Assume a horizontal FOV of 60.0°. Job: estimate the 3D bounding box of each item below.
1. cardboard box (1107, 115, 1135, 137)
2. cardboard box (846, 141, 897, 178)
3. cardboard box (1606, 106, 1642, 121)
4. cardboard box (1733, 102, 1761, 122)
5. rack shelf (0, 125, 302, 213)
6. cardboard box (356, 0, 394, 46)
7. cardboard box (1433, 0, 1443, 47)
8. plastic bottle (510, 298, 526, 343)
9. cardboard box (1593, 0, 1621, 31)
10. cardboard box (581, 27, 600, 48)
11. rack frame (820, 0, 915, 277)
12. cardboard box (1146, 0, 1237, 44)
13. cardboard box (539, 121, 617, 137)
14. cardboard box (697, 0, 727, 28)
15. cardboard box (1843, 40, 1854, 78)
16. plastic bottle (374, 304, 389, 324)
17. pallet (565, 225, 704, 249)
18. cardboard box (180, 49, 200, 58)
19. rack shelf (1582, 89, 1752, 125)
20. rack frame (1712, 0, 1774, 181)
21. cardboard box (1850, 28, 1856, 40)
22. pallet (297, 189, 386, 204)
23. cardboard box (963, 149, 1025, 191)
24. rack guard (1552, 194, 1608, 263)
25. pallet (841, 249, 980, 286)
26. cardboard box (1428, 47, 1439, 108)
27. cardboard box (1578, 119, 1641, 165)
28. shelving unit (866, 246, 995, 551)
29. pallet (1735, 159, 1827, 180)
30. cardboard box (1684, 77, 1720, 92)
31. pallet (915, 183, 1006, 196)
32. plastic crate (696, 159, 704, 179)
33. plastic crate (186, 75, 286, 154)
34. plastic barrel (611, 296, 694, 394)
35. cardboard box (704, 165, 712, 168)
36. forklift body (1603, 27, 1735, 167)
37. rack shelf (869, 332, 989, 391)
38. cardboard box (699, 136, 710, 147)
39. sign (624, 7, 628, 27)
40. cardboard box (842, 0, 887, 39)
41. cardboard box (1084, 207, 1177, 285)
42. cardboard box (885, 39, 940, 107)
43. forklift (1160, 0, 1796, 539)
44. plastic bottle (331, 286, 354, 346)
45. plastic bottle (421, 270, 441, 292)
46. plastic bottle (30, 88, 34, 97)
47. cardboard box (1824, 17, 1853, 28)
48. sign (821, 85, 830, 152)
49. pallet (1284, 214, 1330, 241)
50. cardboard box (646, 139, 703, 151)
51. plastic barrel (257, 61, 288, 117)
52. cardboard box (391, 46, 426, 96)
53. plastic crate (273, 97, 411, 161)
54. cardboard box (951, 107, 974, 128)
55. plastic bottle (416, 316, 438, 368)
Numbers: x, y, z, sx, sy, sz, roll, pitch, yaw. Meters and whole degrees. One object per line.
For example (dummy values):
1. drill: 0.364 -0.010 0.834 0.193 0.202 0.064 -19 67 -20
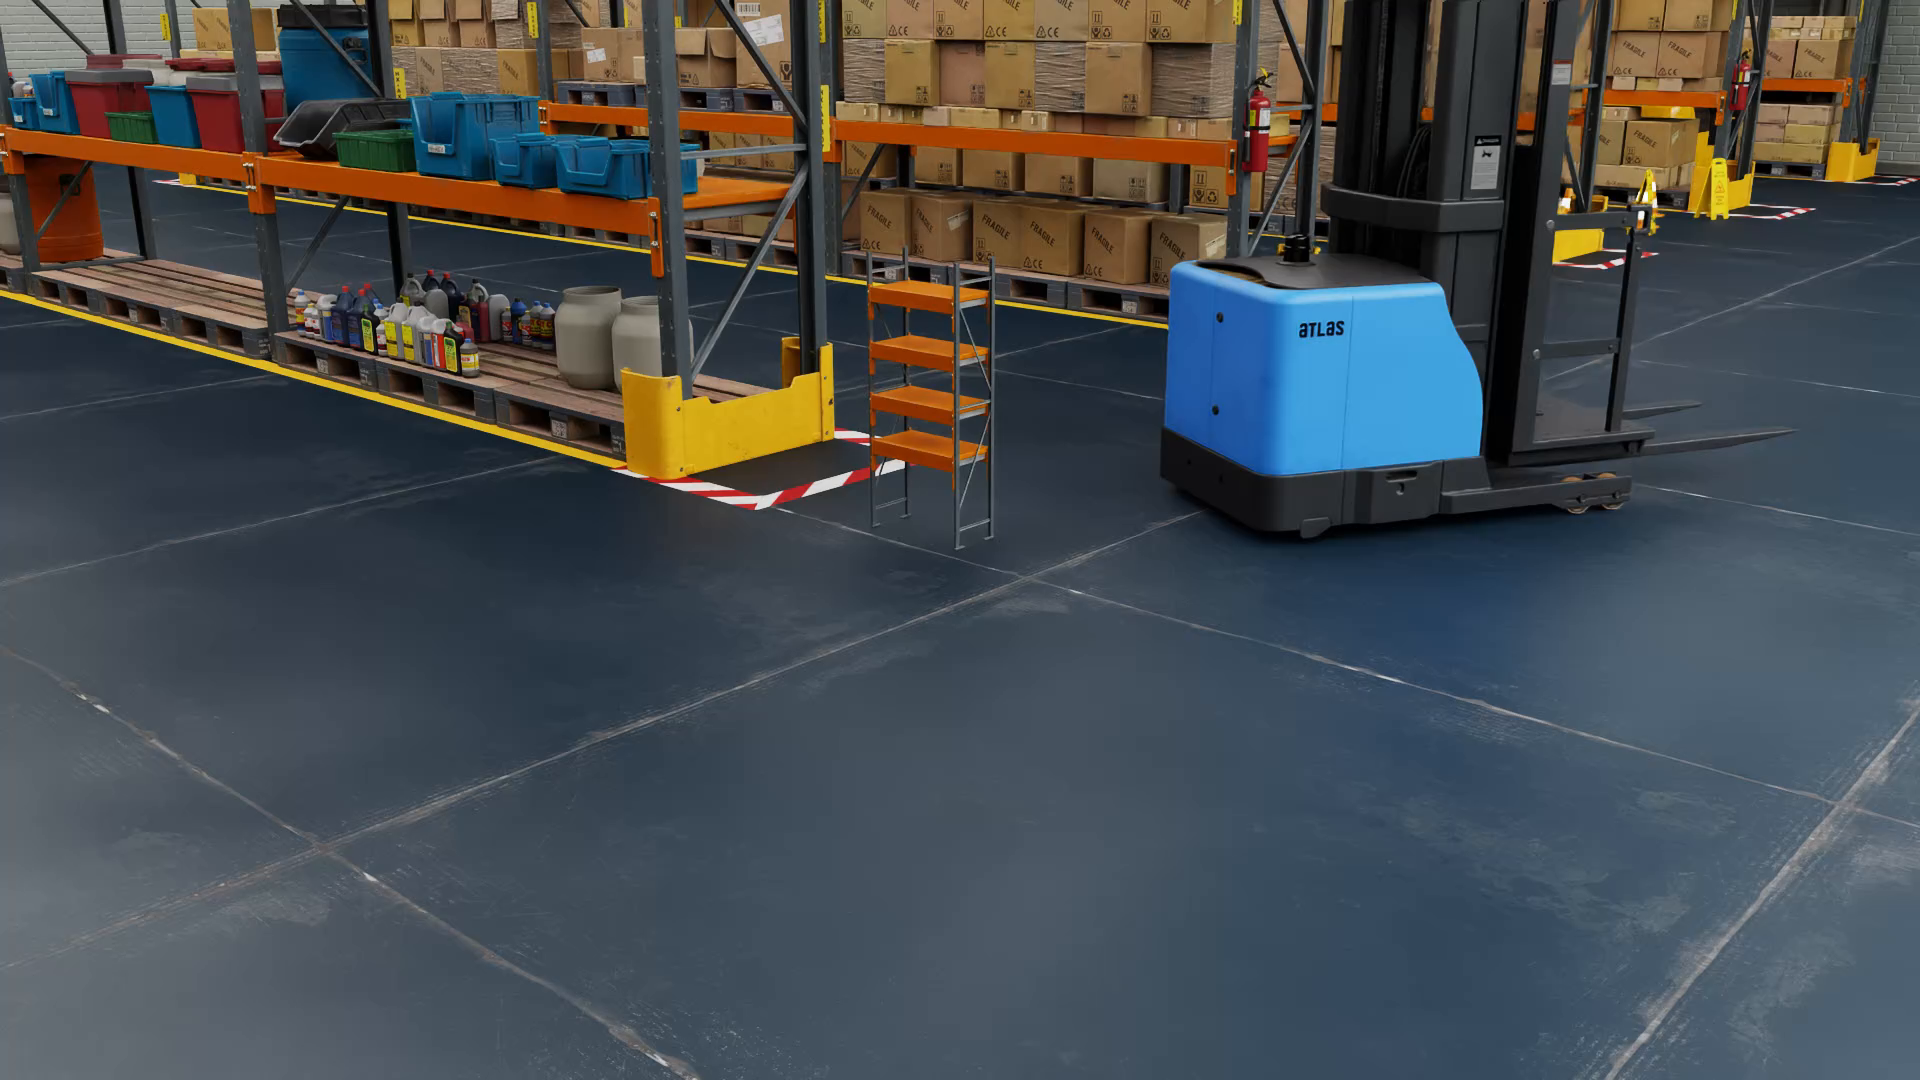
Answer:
1. cardboard box: 1.286 -3.027 12.107 0.250 0.149 0.380 15 23 39
2. cardboard box: -1.061 -4.784 20.664 0.500 0.500 0.500 15 23 39
3. cardboard box: 7.707 -4.952 19.297 0.250 0.149 0.380 16 24 41
4. cardboard box: 10.769 -5.948 23.093 0.500 0.250 0.500 15 23 40
5. rack shelf: -5.555 -2.735 11.960 4.000 0.370 1.077 15 23 39
6. cardboard box: -6.272 -5.803 18.613 0.637 0.503 0.797 14 23 38
7. cardboard box: 4.864 -4.855 15.417 0.550 0.550 0.875 15 23 39
8. plastic bottle: -2.699 -1.347 10.179 0.097 0.271 0.097 0 18 0
9. cardboard box: 7.448 -6.138 19.182 0.500 0.500 0.700 15 23 39
10. cardboard box: -5.066 -7.041 23.682 0.500 0.500 0.500 14 23 38
11. rack frame: -0.771 -3.797 14.117 0.127 3.000 1.000 15 23 39
12. cardboard box: 1.645 -3.714 11.547 0.500 0.500 0.500 15 23 39
13. cardboard box: -4.265 -3.931 17.357 0.875 0.875 1.225 14 22 37
14. cardboard box: -3.563 -7.317 22.898 0.500 0.500 0.500 16 23 41
15. cardboard box: 11.904 -6.570 22.688 0.500 0.500 0.500 16 24 41
16. plastic bottle: -3.455 -1.271 9.940 0.097 0.271 0.097 0 18 0
17. pallet: -3.180 -3.114 16.574 1.213 0.211 1.003 15 23 39
18. cardboard box: -9.567 -6.119 21.190 0.500 0.250 0.500 14 23 38
19. rack shelf: 7.303 -5.295 20.025 4.000 0.370 1.077 15 23 39
20. rack frame: 8.798 -5.236 18.651 0.127 3.000 1.000 15 23 39
21. cardboard box: 12.009 -6.843 22.478 0.250 0.149 0.380 14 23 38
22. pallet: -7.272 -4.244 20.137 1.213 0.211 1.003 15 23 39
23. cardboard box: 0.657 -4.512 19.396 0.750 0.750 1.050 15 23 40
24. rack guard: 5.606 -2.899 15.421 0.348 0.500 1.175 15 23 39
25. pallet: -0.245 -2.341 14.139 1.213 0.211 1.003 15 23 39
26. cardboard box: 4.855 -4.337 15.570 0.550 0.550 0.875 15 23 39
27. cardboard box: 7.634 -4.689 19.539 0.500 0.500 0.500 16 24 41
28. shelving unit: -0.124 -0.605 7.035 0.503 1.200 0.258 15 23 39
29. pallet: 11.491 -5.175 23.068 1.213 0.211 1.003 15 23 39
30. cardboard box: 8.377 -5.143 18.773 0.250 0.149 0.380 16 24 41
31. pallet: 0.144 -4.197 19.989 1.213 0.211 1.003 15 23 39
32. plastic crate: -1.523 -2.000 8.891 0.250 0.136 0.298 15 23 39
33. plastic crate: -4.624 -2.735 10.664 0.583 0.464 0.402 15 23 39
34. plastic barrel: -1.610 -1.002 8.730 0.421 0.512 0.421 0 18 0
35. cardboard box: -2.825 -3.380 16.208 0.500 0.500 0.700 13 22 35
36. forklift body: 9.461 -5.923 22.220 1.214 2.155 2.313 15 23 39
37. rack shelf: -0.124 -0.754 6.988 0.480 0.148 0.258 15 23 39
38. cardboard box: -3.446 -5.633 23.430 0.250 0.149 0.380 16 24 42
39. sign: -3.410 -5.239 16.877 0.005 0.325 0.100 15 23 39
40. cardboard box: -0.603 -4.315 13.440 0.500 0.500 0.500 15 23 39
41. cardboard box: 1.295 -2.244 12.662 0.500 0.500 0.500 -11 21 -31
42. cardboard box: -0.125 -3.774 13.387 0.500 0.500 0.875 15 23 39
43. forklift: 2.513 -1.656 7.486 3.031 2.935 1.130 -6 19 -19
44. plastic bottle: -3.731 -1.367 10.114 0.185 0.351 0.144 16 24 41
45. plastic bottle: -3.386 -1.559 10.718 0.185 0.351 0.144 14 23 38
46. plastic bottle: -7.994 -3.826 14.402 0.133 0.283 0.061 15 23 39
47. cardboard box: 11.683 -6.883 22.110 0.250 0.149 0.380 15 23 39
48. sign: -0.699 -2.129 8.403 0.005 0.325 0.100 15 23 39
49. pallet: 4.030 -3.154 16.702 1.213 0.211 1.003 15 23 39
50. cardboard box: -2.839 -3.744 16.115 0.500 0.250 0.500 -15 23 -40
51. plastic barrel: -4.629 -2.983 11.327 0.433 0.535 0.433 0 18 0
52. cardboard box: -5.826 -5.101 18.060 0.500 0.500 0.500 14 23 38
53. plastic crate: -3.752 -2.513 10.173 0.504 0.338 0.767 15 23 39
54. cardboard box: 0.141 -3.321 13.031 0.250 0.149 0.380 15 23 39
55. plastic bottle: -3.006 -1.139 9.517 0.135 0.276 0.152 14 22 38
